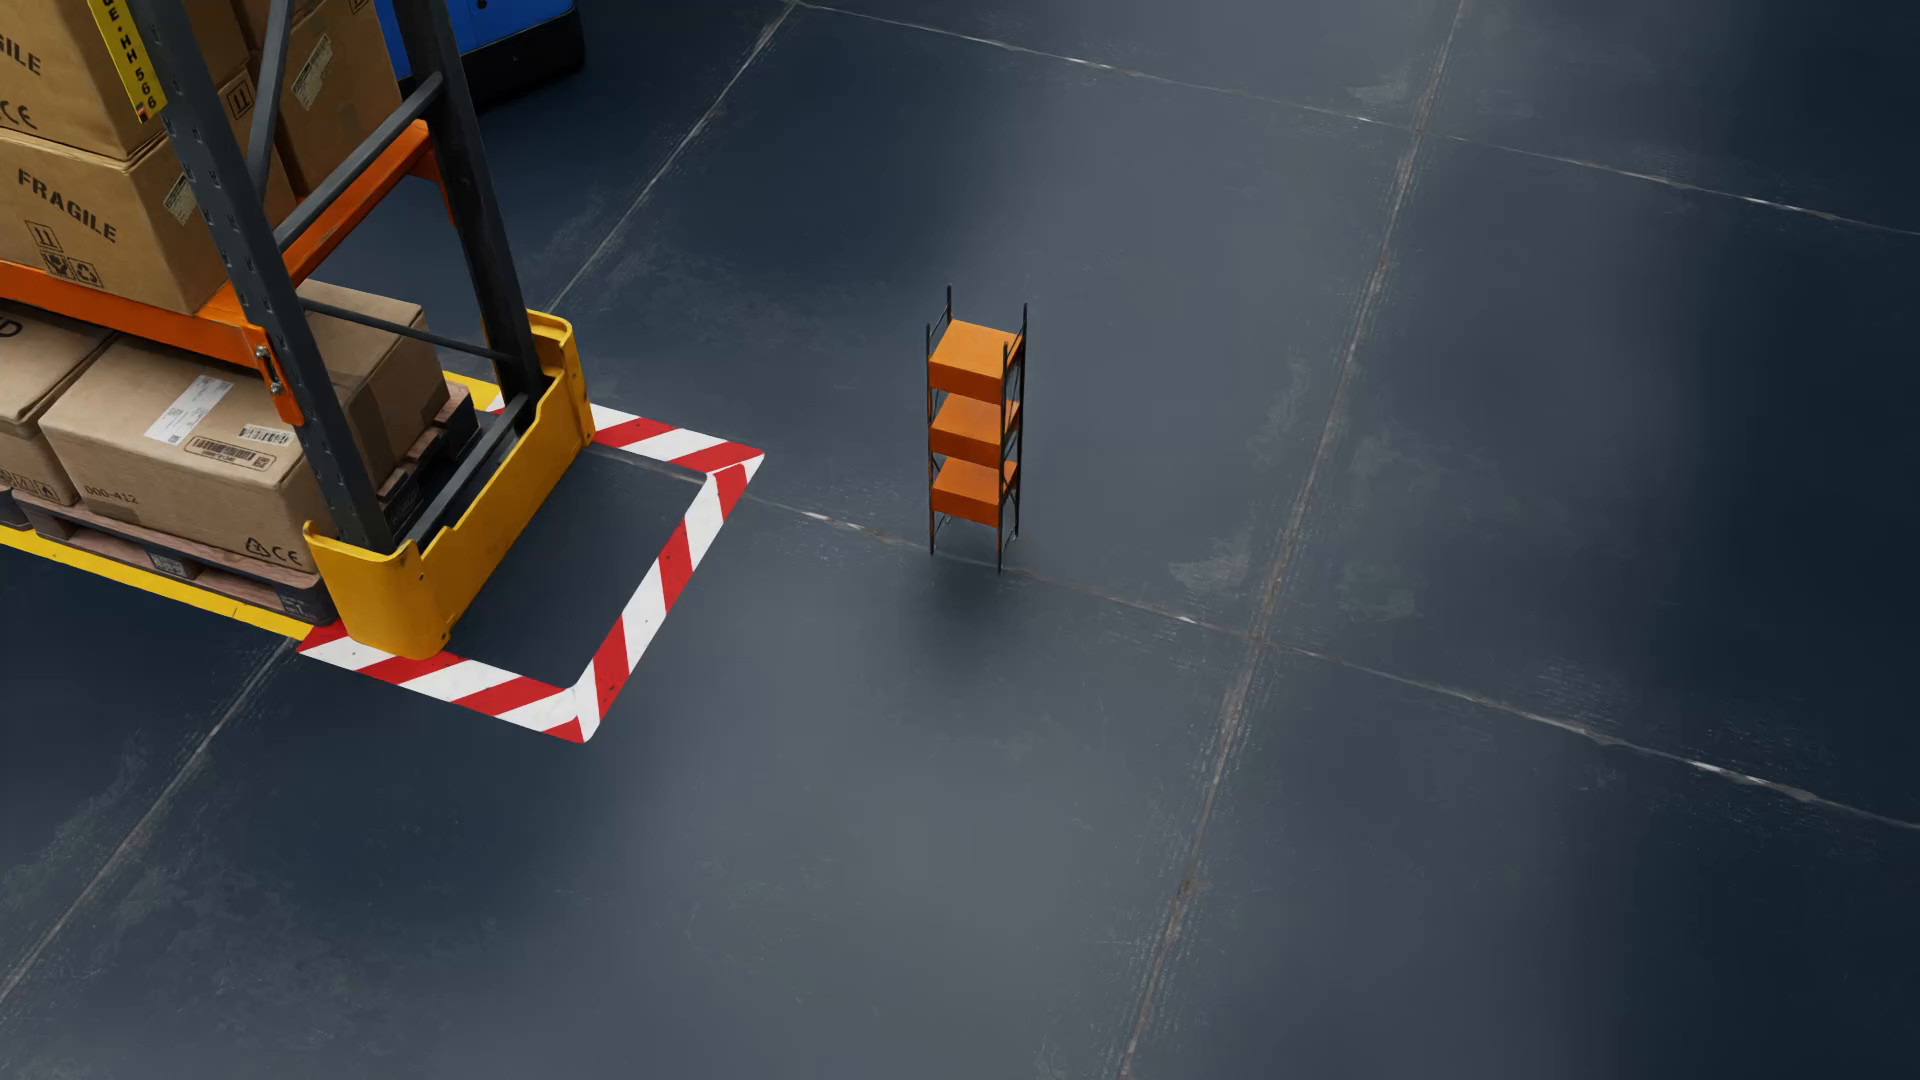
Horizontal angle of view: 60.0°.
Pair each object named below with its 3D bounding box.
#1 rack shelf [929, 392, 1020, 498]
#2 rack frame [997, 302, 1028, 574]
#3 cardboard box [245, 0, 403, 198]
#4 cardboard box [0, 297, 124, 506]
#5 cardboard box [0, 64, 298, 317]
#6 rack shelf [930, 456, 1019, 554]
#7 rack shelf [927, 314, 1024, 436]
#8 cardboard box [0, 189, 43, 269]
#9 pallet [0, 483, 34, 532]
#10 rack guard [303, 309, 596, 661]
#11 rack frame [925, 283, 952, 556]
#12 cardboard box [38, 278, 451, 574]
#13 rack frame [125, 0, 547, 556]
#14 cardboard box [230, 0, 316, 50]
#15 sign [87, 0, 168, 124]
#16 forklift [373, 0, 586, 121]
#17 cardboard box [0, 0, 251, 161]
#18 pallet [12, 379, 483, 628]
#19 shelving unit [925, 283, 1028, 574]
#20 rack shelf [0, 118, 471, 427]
[{"bbox_3d":[0.050,-0.323,5.349,0.240,0.259,0.215,16,51,13],"label":"rack shelf"},{"bbox_3d":[0.165,-0.298,5.313,0.008,1.050,0.200,16,51,13],"label":"rack frame"},{"bbox_3d":[-2.052,-1.403,4.915,0.500,0.500,0.500,15,51,13],"label":"cardboard box"},{"bbox_3d":[-3.216,-0.675,5.768,0.875,0.438,0.875,17,51,14],"label":"cardboard box"},{"bbox_3d":[-2.245,-1.012,4.576,0.500,0.500,0.500,16,51,13],"label":"cardboard box"},{"bbox_3d":[0.050,-0.141,5.559,0.240,0.259,0.215,16,51,13],"label":"rack shelf"},{"bbox_3d":[0.050,-0.509,5.135,0.240,0.259,0.215,16,51,13],"label":"rack shelf"},{"bbox_3d":[-2.711,-1.155,4.700,0.500,0.500,0.500,15,51,12],"label":"cardboard box"},{"bbox_3d":[-3.619,-0.602,6.132,1.213,0.211,1.003,16,51,13],"label":"pallet"},{"bbox_3d":[-1.679,-0.216,5.606,0.348,0.500,1.175,16,51,13],"label":"rack guard"},{"bbox_3d":[-0.064,-0.362,5.369,0.008,1.050,0.200,16,51,13],"label":"rack frame"},{"bbox_3d":[-2.355,-0.441,5.565,0.875,0.438,0.875,14,51,12],"label":"cardboard box"},{"bbox_3d":[-1.701,-1.041,4.667,0.127,3.000,1.000,16,51,13],"label":"rack frame"},{"bbox_3d":[-2.053,-1.729,4.536,0.500,0.500,0.500,15,51,12],"label":"cardboard box"},{"bbox_3d":[-1.902,-1.117,3.810,0.005,0.325,0.100,16,51,13],"label":"sign"},{"bbox_3d":[-3.028,-3.764,7.073,1.130,2.935,3.031,-32,56,-24],"label":"forklift"},{"bbox_3d":[-2.236,-1.359,4.215,0.500,0.500,0.500,17,51,14],"label":"cardboard box"},{"bbox_3d":[-2.478,-0.282,5.854,1.213,0.211,1.003,16,51,13],"label":"pallet"},{"bbox_3d":[0.050,-0.330,5.341,0.252,1.050,0.215,16,51,13],"label":"shelving unit"},{"bbox_3d":[-3.577,-1.329,5.393,4.000,0.370,1.077,16,51,13],"label":"rack shelf"}]
